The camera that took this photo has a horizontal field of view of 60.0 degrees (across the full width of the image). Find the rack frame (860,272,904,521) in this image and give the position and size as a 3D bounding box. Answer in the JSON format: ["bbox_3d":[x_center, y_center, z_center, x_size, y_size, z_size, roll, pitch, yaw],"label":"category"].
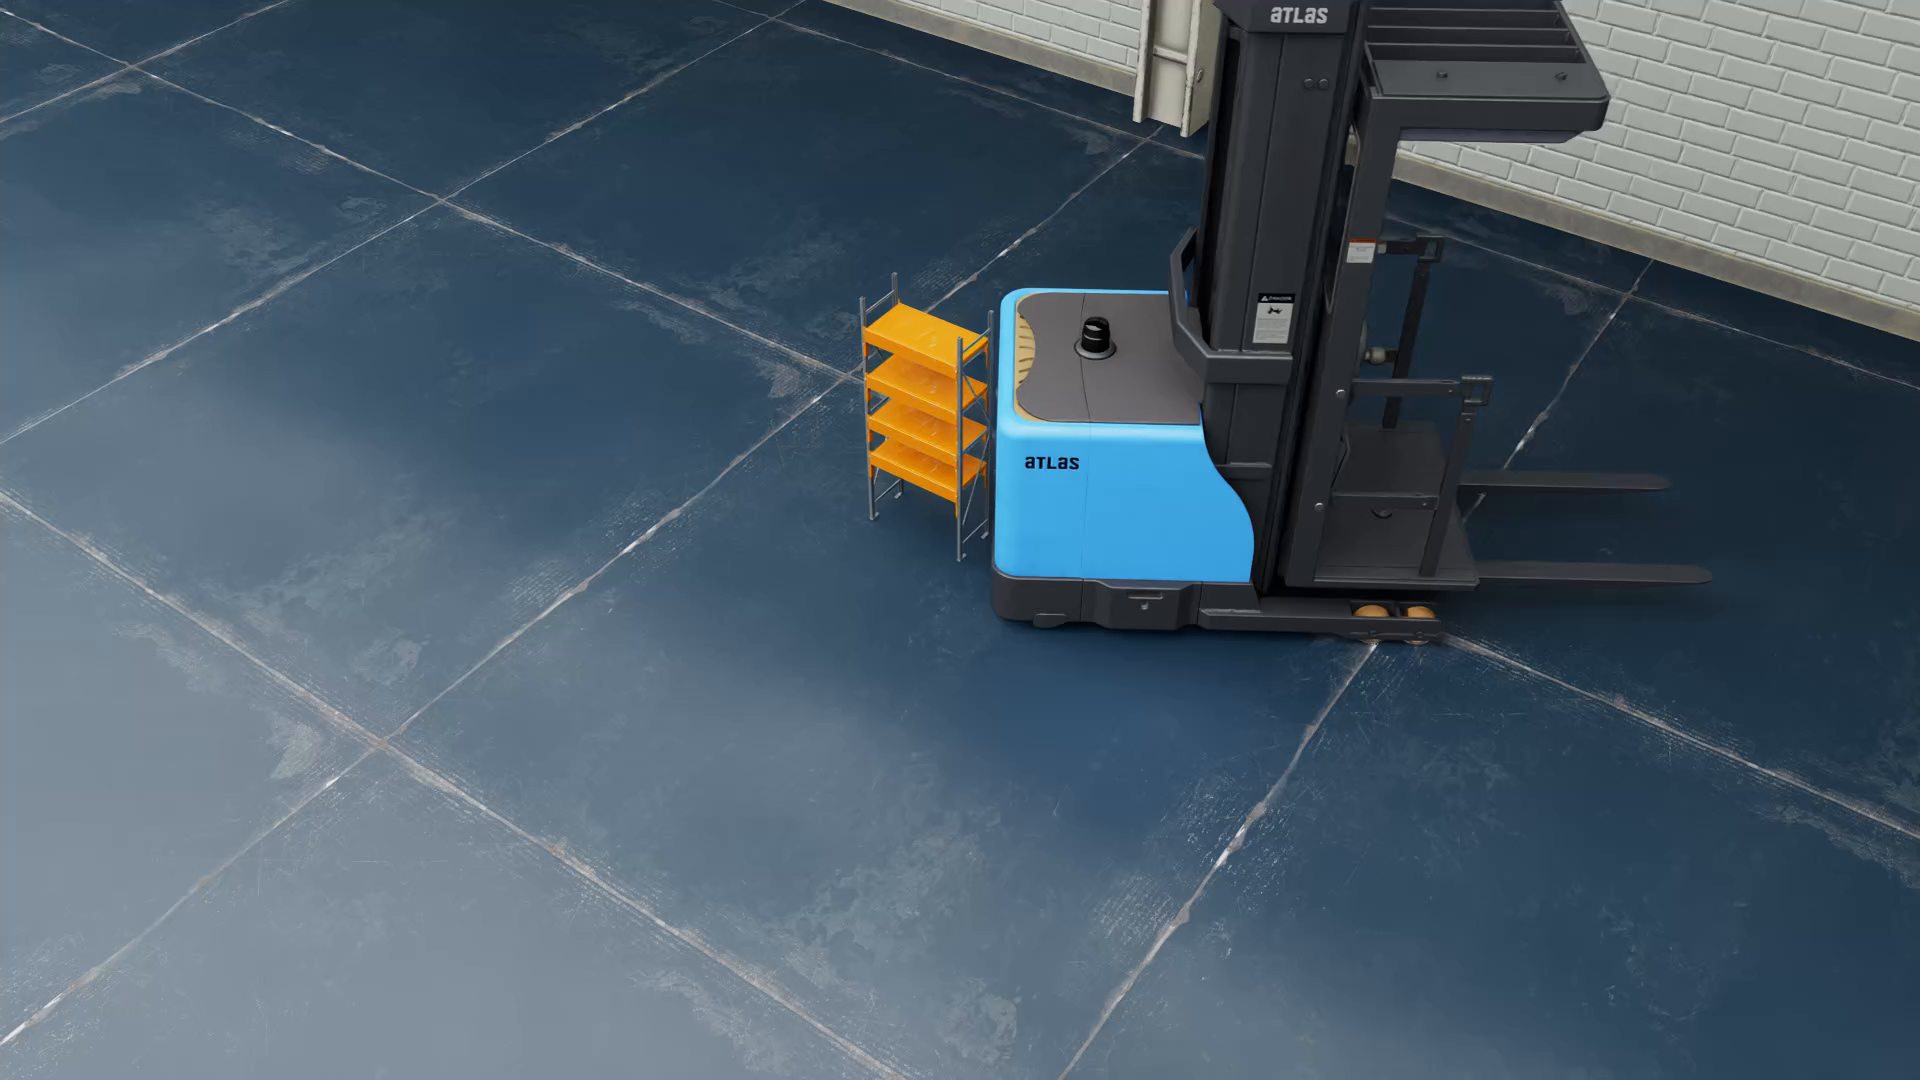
[{"bbox_3d":[-0.336,-0.604,7.274,0.015,1.200,0.240,25,48,25],"label":"rack frame"}]

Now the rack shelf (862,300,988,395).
[{"bbox_3d":[-0.137,-0.803,6.907,0.480,0.148,0.258,25,48,25],"label":"rack shelf"}]

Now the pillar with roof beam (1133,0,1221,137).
[{"bbox_3d":[-1.139,-3.649,4.828,0.400,9.000,9.100,25,48,25],"label":"pillar with roof beam"}]

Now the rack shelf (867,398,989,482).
[{"bbox_3d":[-0.137,-0.460,7.214,0.480,0.148,0.258,25,48,25],"label":"rack shelf"}]

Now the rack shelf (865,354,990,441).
[{"bbox_3d":[-0.137,-0.627,7.065,0.480,0.148,0.258,25,48,25],"label":"rack shelf"}]

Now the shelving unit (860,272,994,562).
[{"bbox_3d":[-0.137,-0.511,7.169,0.503,1.200,0.258,25,48,25],"label":"shelving unit"}]

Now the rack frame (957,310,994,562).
[{"bbox_3d":[0.063,-0.417,7.064,0.015,1.200,0.240,25,48,25],"label":"rack frame"}]

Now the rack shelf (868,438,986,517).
[{"bbox_3d":[-0.137,-0.312,7.346,0.480,0.148,0.258,25,48,25],"label":"rack shelf"}]

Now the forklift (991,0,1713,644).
[{"bbox_3d":[1.660,-1.016,6.436,3.031,2.935,1.130,1,42,2],"label":"forklift"}]
